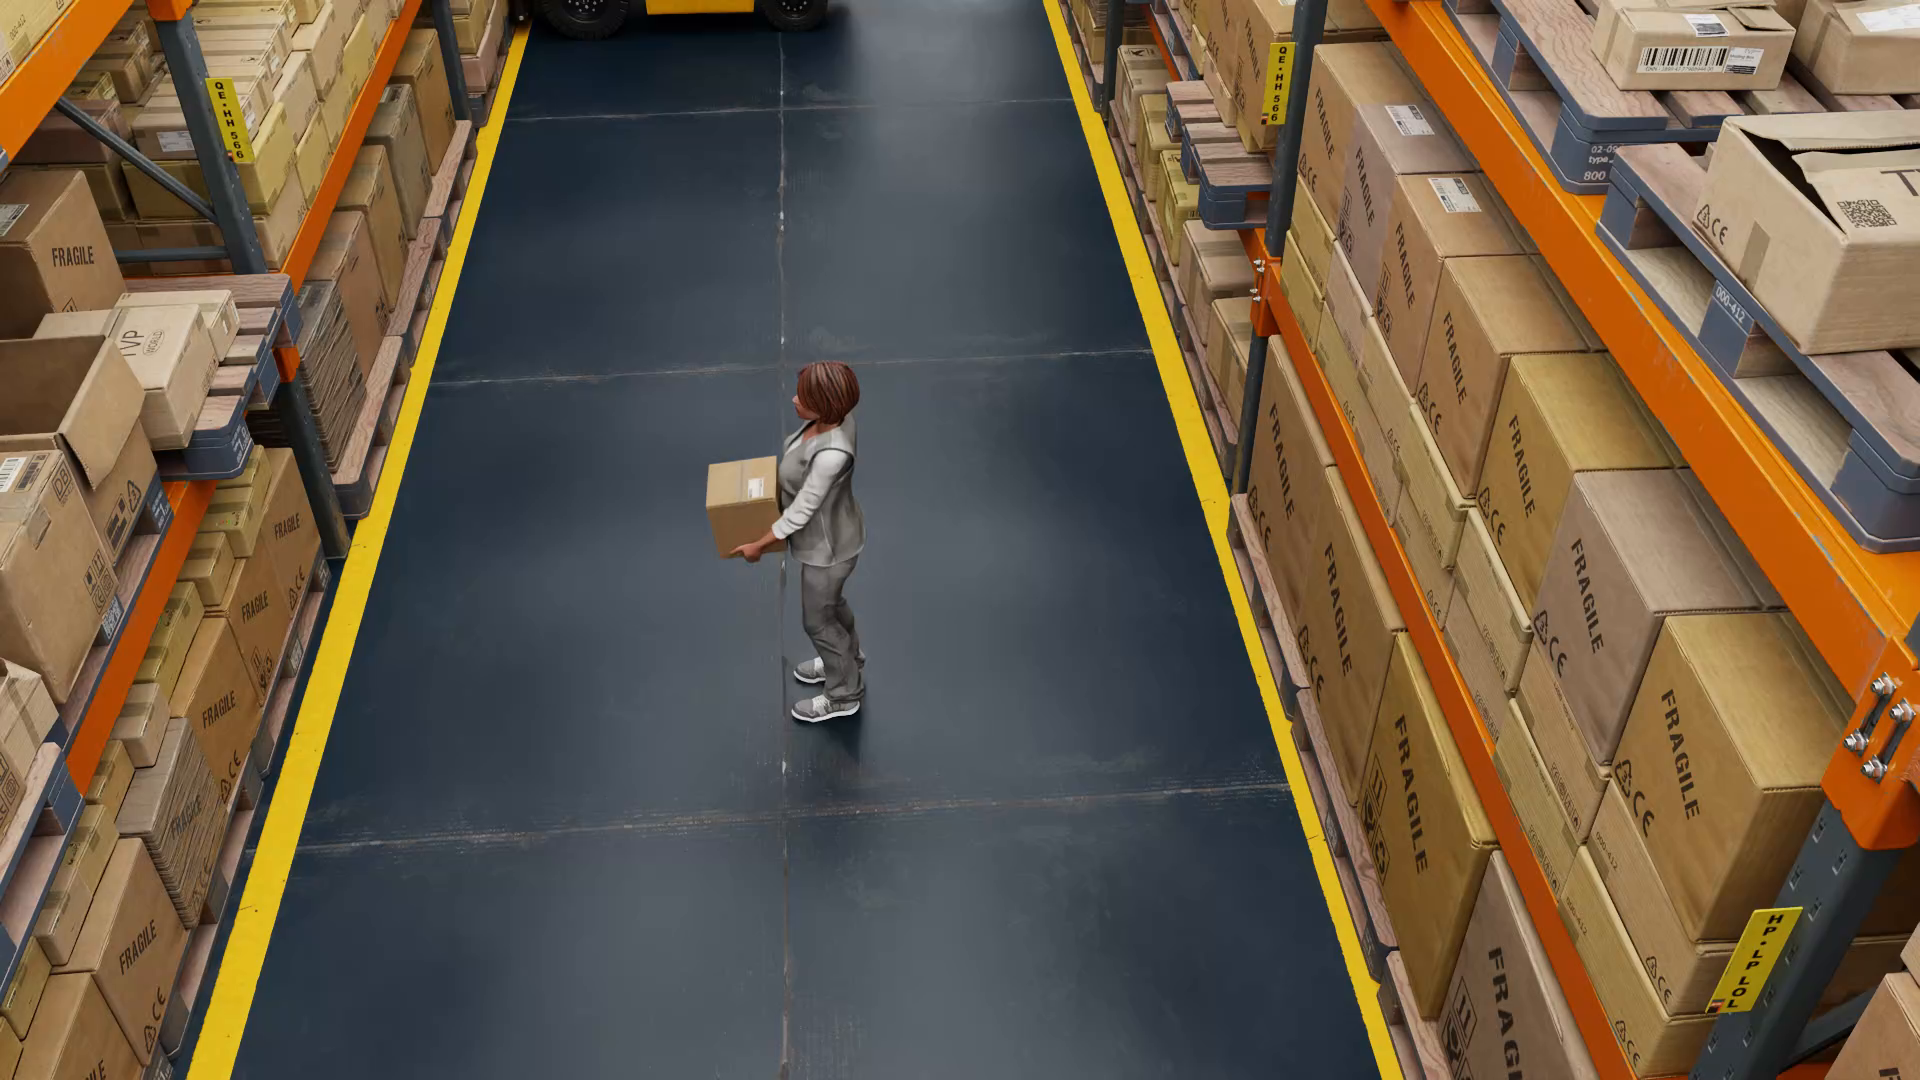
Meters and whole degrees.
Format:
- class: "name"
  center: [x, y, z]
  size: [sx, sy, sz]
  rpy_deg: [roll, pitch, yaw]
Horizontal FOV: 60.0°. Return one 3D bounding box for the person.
- class: "person"
  center: [-0.592, 0.008, 6.158]
  size: [0.494, 1.593, 0.404]
  rpy_deg: [-2, 40, -3]
